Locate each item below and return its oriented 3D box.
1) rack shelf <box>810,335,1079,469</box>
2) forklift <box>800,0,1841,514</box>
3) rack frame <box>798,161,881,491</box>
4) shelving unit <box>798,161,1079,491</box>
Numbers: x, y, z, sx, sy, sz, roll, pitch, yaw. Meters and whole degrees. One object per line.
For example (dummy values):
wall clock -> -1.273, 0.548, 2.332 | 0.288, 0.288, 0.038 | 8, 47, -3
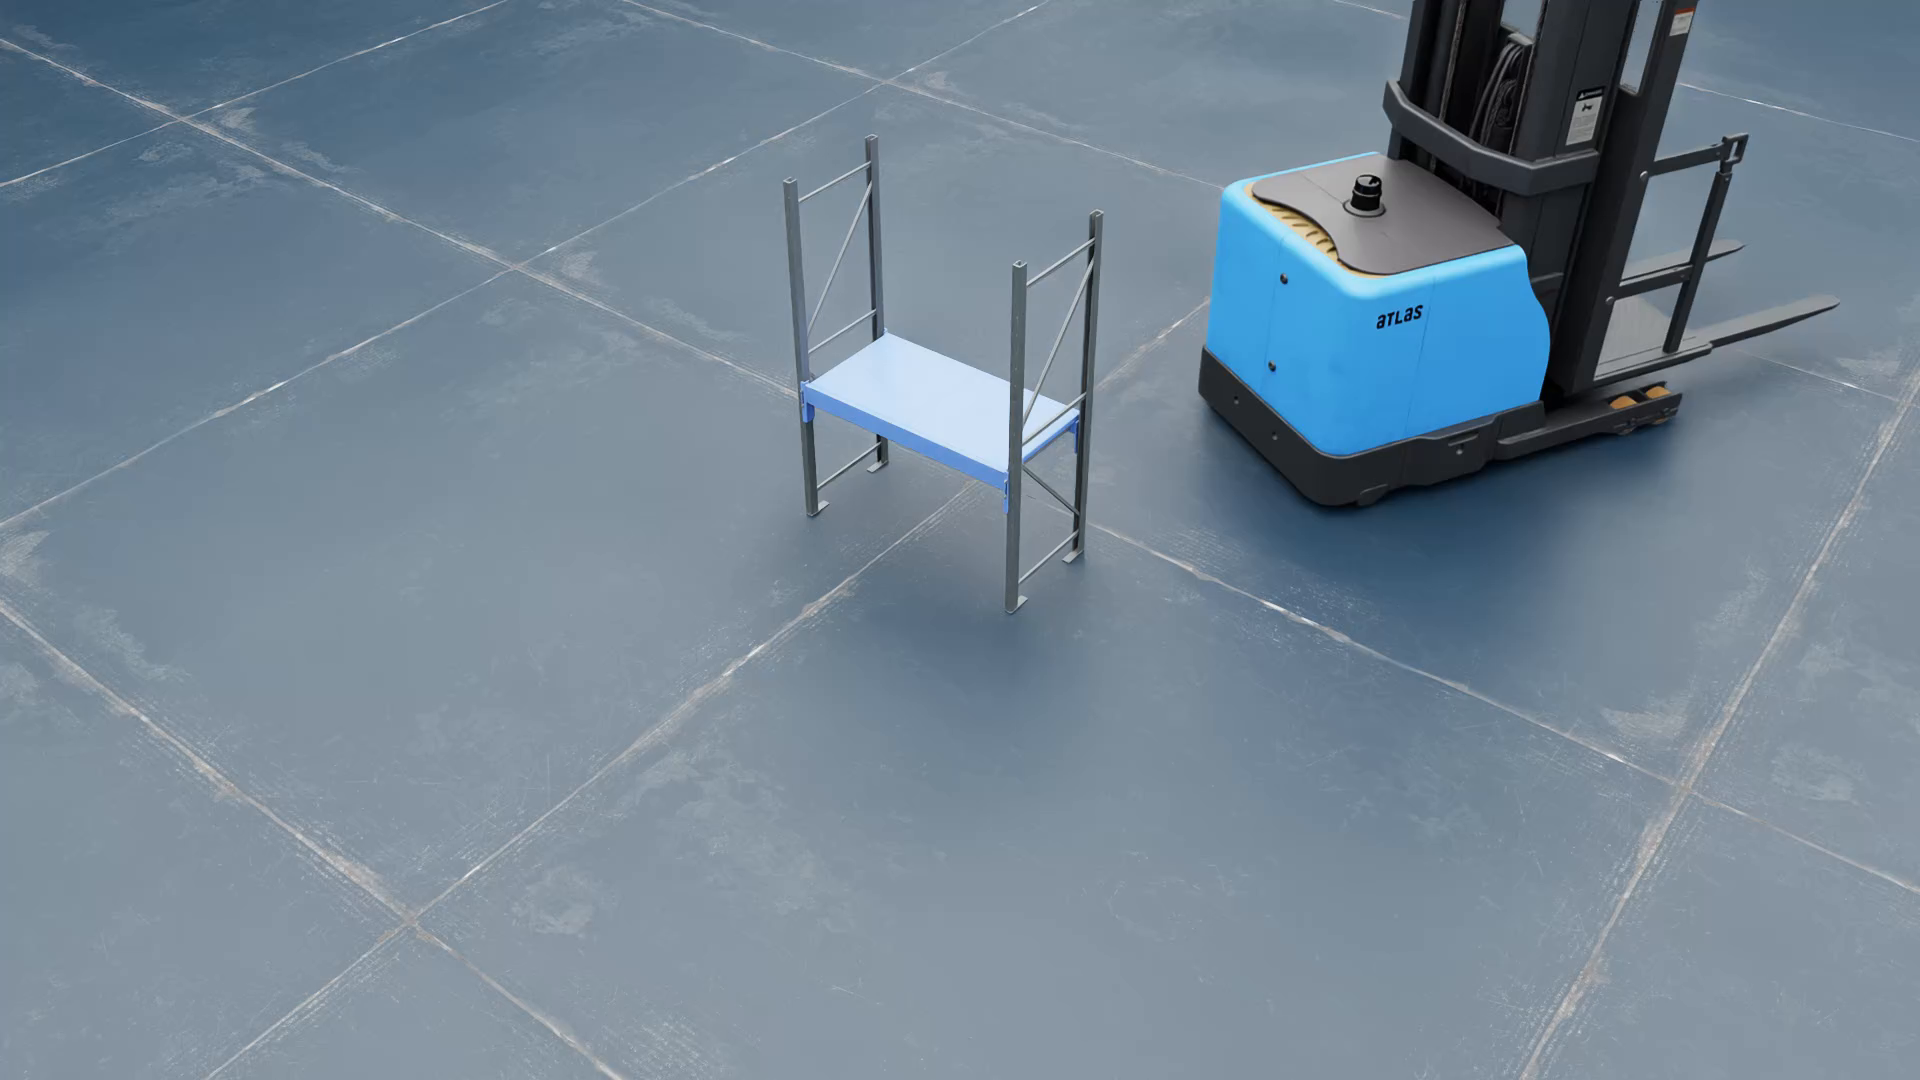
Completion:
rack shelf -> -0.068, -0.519, 6.409 | 0.952, 0.062, 0.459 | 25, 45, 29
forklift -> 8.675, -0.806, 4.860 | 15.967, 3.598, 10.324 | -16, 41, -19
rack frame -> -0.473, -0.812, 6.571 | 0.013, 1.308, 0.475 | 25, 45, 29
shelving unit -> -0.084, -0.629, 6.337 | 0.991, 1.308, 0.475 | 25, 45, 29
